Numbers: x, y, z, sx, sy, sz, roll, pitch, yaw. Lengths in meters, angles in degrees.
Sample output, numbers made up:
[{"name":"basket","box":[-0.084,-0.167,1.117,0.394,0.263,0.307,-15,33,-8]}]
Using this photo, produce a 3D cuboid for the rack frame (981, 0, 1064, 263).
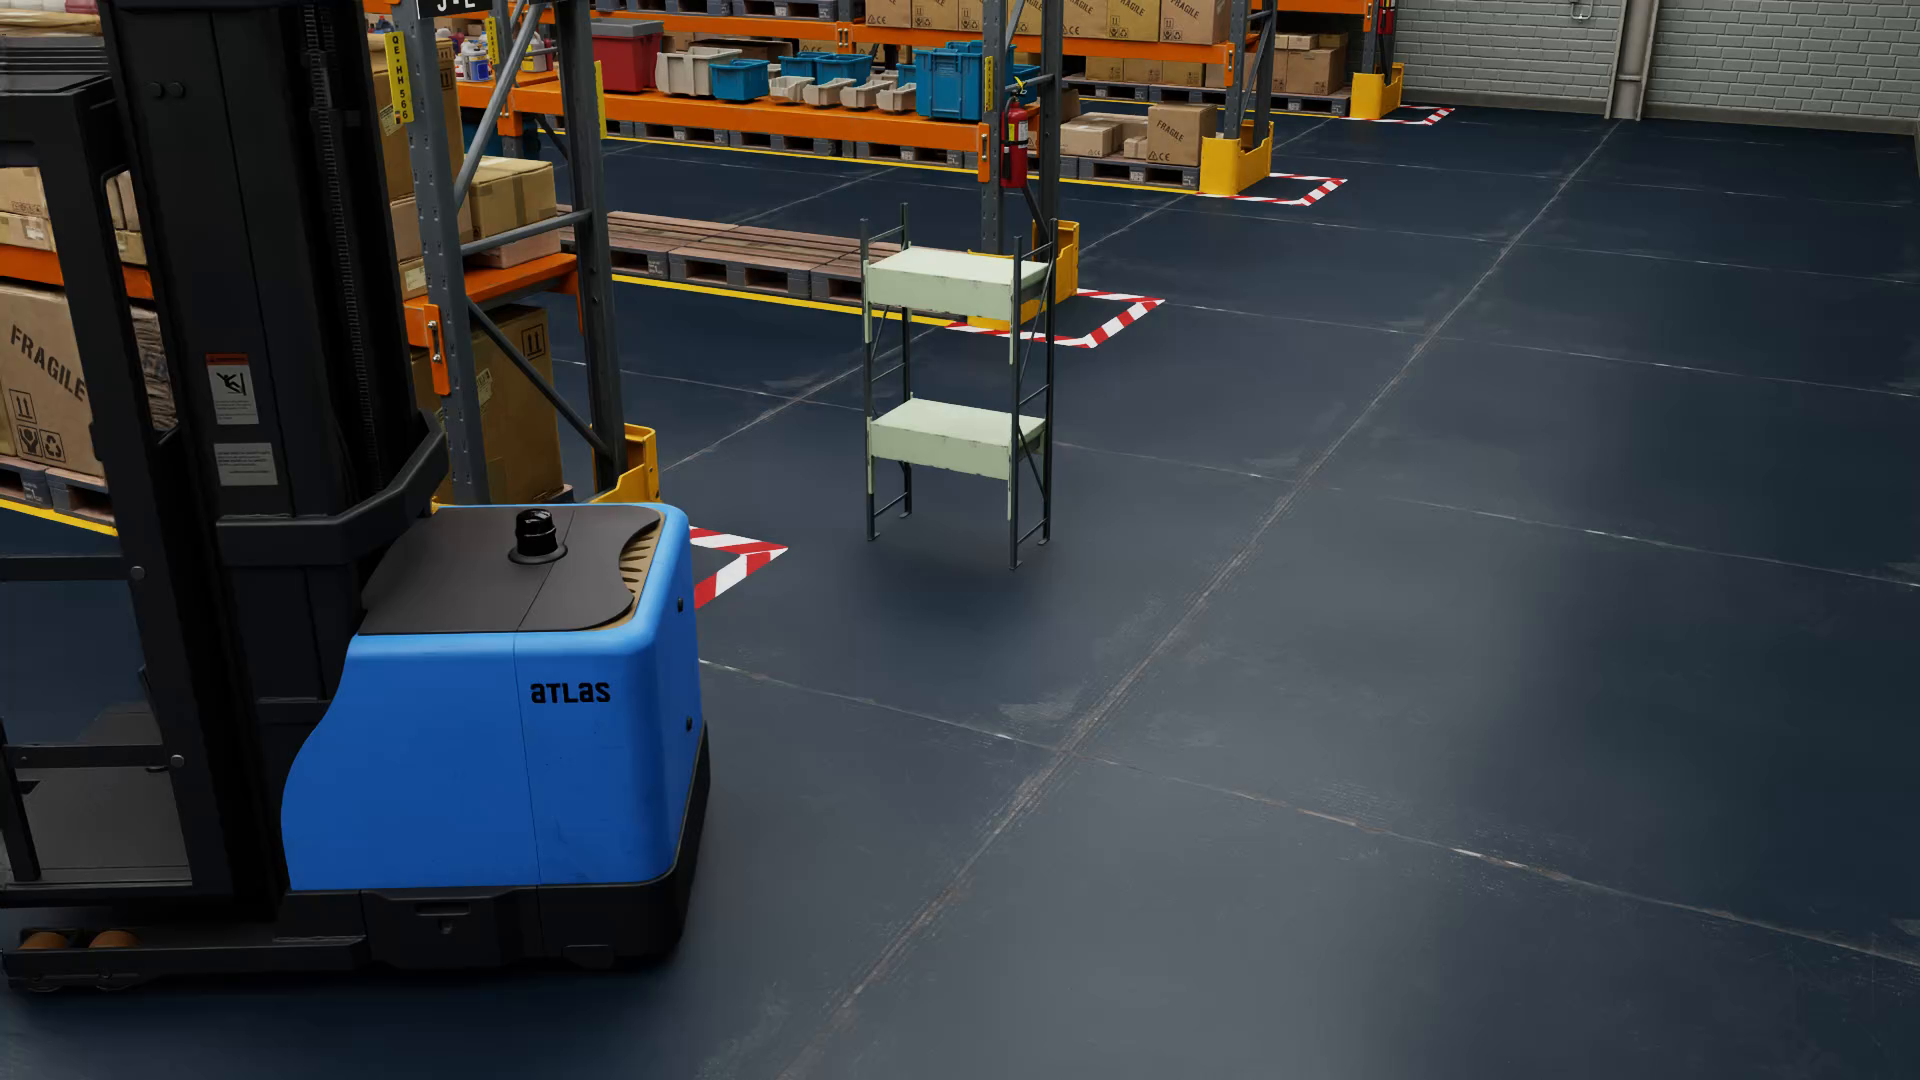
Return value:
[{"name":"rack frame","box":[0.417,-2.987,10.941,0.127,3.000,1.000,11,25,25]}]

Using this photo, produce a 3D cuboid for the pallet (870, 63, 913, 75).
[{"name":"pallet","box":[-0.498,-6.195,22.047,1.213,0.211,1.003,11,25,25]}]

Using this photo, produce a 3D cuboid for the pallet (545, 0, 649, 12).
[{"name":"pallet","box":[-3.847,-5.945,18.142,1.003,0.211,1.213,11,25,25]}]

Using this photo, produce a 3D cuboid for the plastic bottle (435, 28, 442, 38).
[{"name":"plastic bottle","box":[-4.055,-3.769,12.842,0.185,0.351,0.144,11,25,25]}]

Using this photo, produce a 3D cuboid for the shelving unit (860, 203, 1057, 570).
[{"name":"shelving unit","box":[-0.006,-0.691,7.459,0.755,1.500,0.431,11,25,25]}]

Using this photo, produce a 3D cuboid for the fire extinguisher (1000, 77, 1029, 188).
[{"name":"fire extinguisher","box":[0.347,-2.594,10.593,0.183,0.674,0.296,11,25,25]}]

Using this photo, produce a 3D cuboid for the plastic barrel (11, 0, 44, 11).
[{"name":"plastic barrel","box":[-8.113,-4.632,14.667,0.421,0.512,0.421,0,23,0]}]

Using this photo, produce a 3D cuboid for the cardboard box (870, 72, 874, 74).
[{"name":"cardboard box","box":[-1.236,-4.645,17.472,0.500,0.500,0.500,10,25,22]}]

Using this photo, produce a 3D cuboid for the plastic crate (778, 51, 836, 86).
[{"name":"plastic crate","box":[-1.097,-3.382,12.006,0.300,0.233,0.416,11,25,25]}]

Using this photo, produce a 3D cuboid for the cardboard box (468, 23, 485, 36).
[{"name":"cardboard box","box":[-7.240,-7.746,25.212,0.250,0.149,0.380,9,25,20]}]

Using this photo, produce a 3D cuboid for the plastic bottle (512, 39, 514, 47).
[{"name":"plastic bottle","box":[-3.604,-3.902,13.258,0.097,0.271,0.097,0,23,0]}]

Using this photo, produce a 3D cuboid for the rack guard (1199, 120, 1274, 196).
[{"name":"rack guard","box":[2.588,-3.579,15.528,0.348,0.500,1.175,11,25,25]}]

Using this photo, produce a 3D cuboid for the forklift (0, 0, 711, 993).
[{"name":"forklift","box":[-2.342,-0.275,4.651,3.031,2.935,1.130,-1,23,-2]}]

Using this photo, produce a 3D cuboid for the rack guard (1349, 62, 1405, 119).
[{"name":"rack guard","box":[4.909,-5.292,19.556,0.348,0.500,1.175,11,25,25]}]

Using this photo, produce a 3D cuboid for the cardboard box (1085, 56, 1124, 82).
[{"name":"cardboard box","box":[1.939,-6.028,20.750,0.500,0.500,0.700,12,26,25]}]

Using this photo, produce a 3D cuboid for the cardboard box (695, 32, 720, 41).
[{"name":"cardboard box","box":[-3.325,-7.152,23.367,0.500,0.500,0.700,11,25,24]}]

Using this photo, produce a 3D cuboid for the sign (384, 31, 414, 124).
[{"name":"sign","box":[-2.075,-1.712,6.160,0.005,0.325,0.100,11,25,25]}]

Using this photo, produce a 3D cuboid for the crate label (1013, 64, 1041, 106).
[{"name":"crate label","box":[0.345,-3.096,11.334,0.303,0.233,0.416,11,25,25]}]

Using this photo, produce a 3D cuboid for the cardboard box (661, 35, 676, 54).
[{"name":"cardboard box","box":[-3.491,-5.434,18.369,0.500,0.250,0.500,12,26,27]}]

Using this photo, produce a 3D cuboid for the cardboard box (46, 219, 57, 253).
[{"name":"cardboard box","box":[-3.881,-1.405,7.541,0.250,0.149,0.380,10,25,23]}]

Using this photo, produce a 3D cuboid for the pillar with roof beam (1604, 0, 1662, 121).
[{"name":"pillar with roof beam","box":[5.745,-7.529,13.956,0.400,9.000,9.100,11,25,25]}]

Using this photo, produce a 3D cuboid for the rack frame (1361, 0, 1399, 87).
[{"name":"rack frame","box":[4.887,-6.447,19.077,0.127,3.000,1.000,11,25,25]}]

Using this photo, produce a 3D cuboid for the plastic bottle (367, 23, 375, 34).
[{"name":"plastic bottle","box":[-4.892,-4.144,13.811,0.133,0.283,0.061,11,25,25]}]

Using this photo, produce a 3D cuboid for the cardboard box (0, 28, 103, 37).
[{"name":"cardboard box","box":[-4.173,-2.023,7.526,0.500,0.500,0.500,10,25,23]}]

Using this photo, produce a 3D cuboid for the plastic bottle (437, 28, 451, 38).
[{"name":"plastic bottle","box":[-4.220,-4.014,13.515,0.135,0.276,0.152,11,25,25]}]

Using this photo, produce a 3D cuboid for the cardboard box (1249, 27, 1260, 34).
[{"name":"cardboard box","box":[3.516,-6.103,20.097,0.250,0.149,0.380,12,26,25]}]

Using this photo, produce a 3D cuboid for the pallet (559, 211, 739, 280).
[{"name":"pallet","box":[-2.479,-2.294,12.874,1.213,0.211,1.003,11,25,25]}]

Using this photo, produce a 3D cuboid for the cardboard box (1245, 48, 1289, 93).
[{"name":"cardboard box","box":[3.771,-5.667,19.900,0.500,0.500,0.700,11,25,24]}]

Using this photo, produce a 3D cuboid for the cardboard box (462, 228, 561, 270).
[{"name":"cardboard box","box":[-1.985,-1.319,7.341,0.250,0.149,0.380,12,26,25]}]

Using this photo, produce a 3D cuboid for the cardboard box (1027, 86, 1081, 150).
[{"name":"cardboard box","box":[0.765,-4.146,16.294,0.637,0.503,0.797,11,25,25]}]

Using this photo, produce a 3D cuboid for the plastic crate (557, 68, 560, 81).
[{"name":"plastic crate","box":[-2.802,-3.467,12.331,0.243,0.136,0.396,11,25,25]}]

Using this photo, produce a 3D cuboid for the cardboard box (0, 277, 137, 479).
[{"name":"cardboard box","box":[-4.031,-0.875,8.154,0.875,0.875,0.875,11,25,25]}]

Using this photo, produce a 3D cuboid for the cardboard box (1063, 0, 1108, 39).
[{"name":"cardboard box","box":[1.226,-4.927,15.374,0.500,0.500,0.500,11,26,25]}]

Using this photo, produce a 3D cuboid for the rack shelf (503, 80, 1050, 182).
[{"name":"rack shelf","box":[-1.368,-3.009,11.912,4.000,0.370,1.077,11,25,25]}]

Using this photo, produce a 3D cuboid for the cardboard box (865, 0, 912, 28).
[{"name":"cardboard box","box":[-0.582,-5.283,16.213,0.500,0.500,0.500,12,26,26]}]

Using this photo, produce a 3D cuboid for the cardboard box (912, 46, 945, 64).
[{"name":"cardboard box","box":[-0.116,-6.583,21.606,0.750,0.750,0.750,12,26,26]}]

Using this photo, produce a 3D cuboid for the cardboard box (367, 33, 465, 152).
[{"name":"cardboard box","box":[-2.570,-1.937,7.326,0.500,0.500,0.500,11,25,23]}]

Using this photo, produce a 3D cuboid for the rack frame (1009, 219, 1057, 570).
[{"name":"rack frame","box":[0.321,-0.627,7.307,0.023,1.500,0.400,11,25,25]}]

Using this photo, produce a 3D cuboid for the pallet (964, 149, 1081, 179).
[{"name":"pallet","box":[0.791,-3.803,16.422,1.213,0.211,1.003,11,25,25]}]

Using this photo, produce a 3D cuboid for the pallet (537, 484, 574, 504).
[{"name":"pallet","box":[-2.566,-0.088,7.686,1.213,0.211,1.003,11,25,25]}]

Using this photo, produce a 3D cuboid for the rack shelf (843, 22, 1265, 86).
[{"name":"rack shelf","box":[0.871,-4.738,15.978,4.000,0.370,1.077,11,25,25]}]

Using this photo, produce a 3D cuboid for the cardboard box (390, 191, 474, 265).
[{"name":"cardboard box","box":[-2.370,-1.318,6.827,0.500,0.250,0.500,11,25,24]}]

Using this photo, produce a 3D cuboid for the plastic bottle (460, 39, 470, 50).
[{"name":"plastic bottle","box":[-3.985,-3.946,13.449,0.097,0.201,0.097,0,23,0]}]

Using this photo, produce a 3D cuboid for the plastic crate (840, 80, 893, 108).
[{"name":"plastic crate","box":[-0.644,-3.030,11.303,0.243,0.136,0.396,11,25,25]}]
